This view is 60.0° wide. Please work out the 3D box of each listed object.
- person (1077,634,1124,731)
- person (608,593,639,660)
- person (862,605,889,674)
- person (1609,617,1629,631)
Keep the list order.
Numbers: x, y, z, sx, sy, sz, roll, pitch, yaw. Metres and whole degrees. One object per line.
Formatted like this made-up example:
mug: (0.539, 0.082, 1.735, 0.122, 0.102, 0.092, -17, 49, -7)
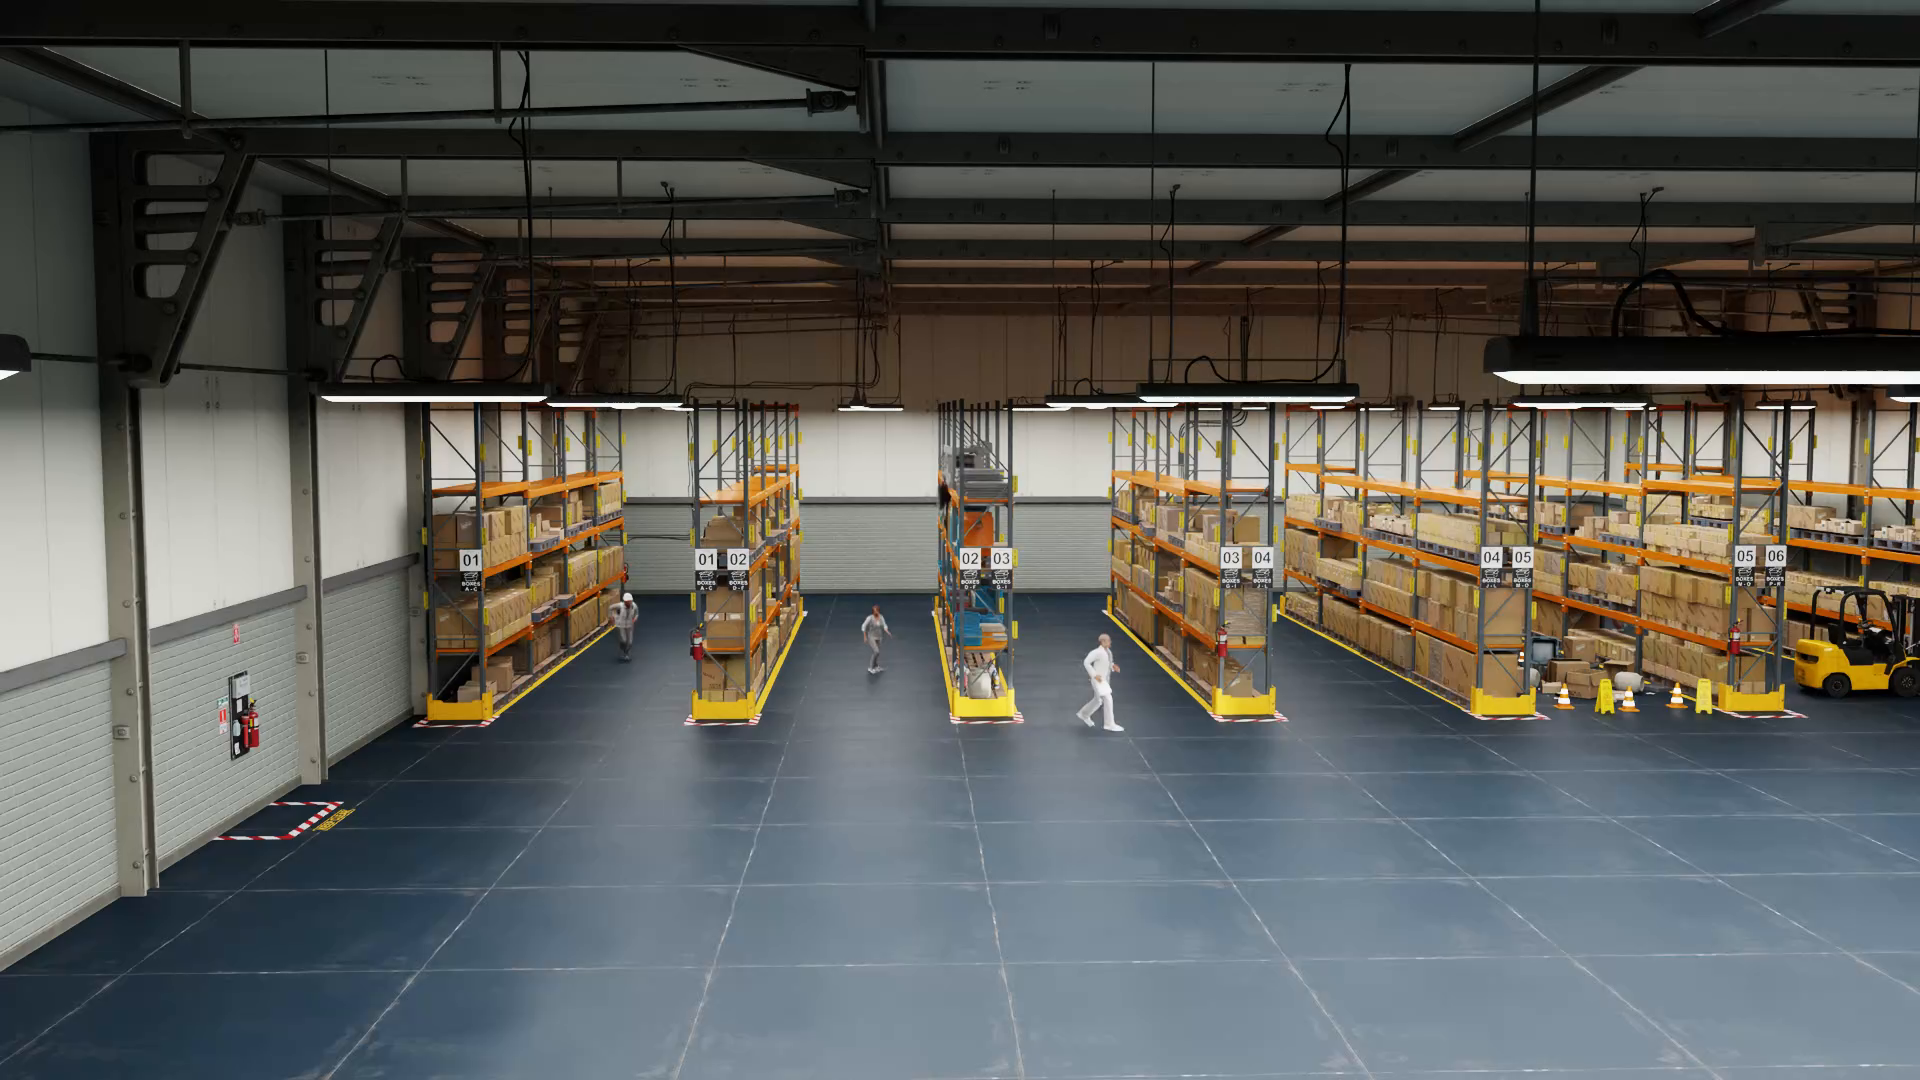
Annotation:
person: (2.456, 2.557, 29.970, 0.948, 1.757, 0.732, 3, 5, 33)
person: (-7.770, 1.998, 38.434, 0.694, 1.590, 0.859, -2, 5, -24)
person: (-1.837, 2.201, 36.722, 0.555, 1.558, 0.773, -4, 6, -44)
person: (17.357, 1.662, 43.864, 0.600, 1.490, 0.840, -3, 5, -35)
